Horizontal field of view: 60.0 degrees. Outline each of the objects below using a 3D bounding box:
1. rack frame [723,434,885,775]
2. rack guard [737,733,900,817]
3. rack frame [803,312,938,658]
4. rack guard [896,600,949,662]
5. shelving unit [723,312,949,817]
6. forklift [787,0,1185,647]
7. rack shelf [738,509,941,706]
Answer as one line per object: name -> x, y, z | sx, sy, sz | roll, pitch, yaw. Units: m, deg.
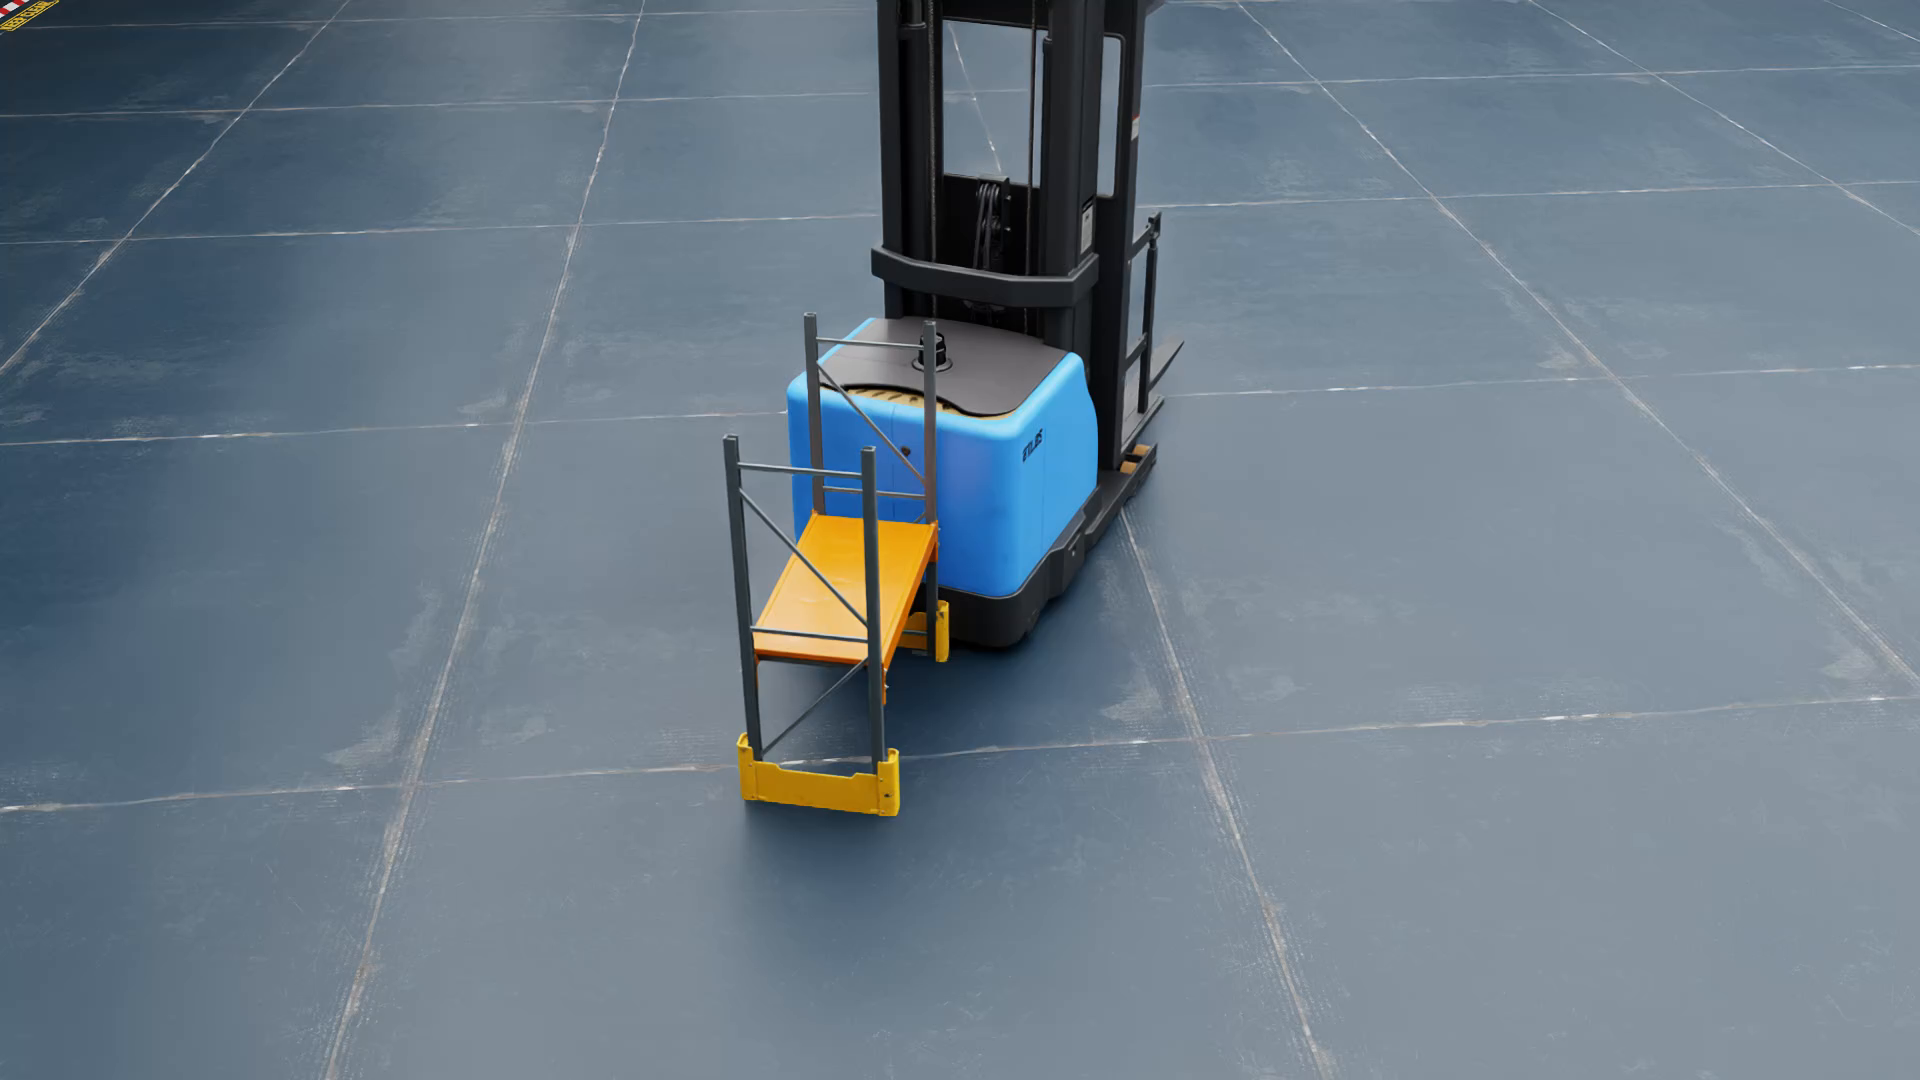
rack frame -> -0.519, 0.331, 5.734 | 0.500, 1.500, 0.032 | 5, 31, 9
rack guard -> -0.515, 0.858, 6.071 | 0.587, 0.250, 0.087 | 5, 31, 9
rack frame -> -0.339, -0.182, 6.593 | 0.500, 1.500, 0.032 | 5, 31, 9
rack guard -> -0.339, 0.355, 6.912 | 0.587, 0.250, 0.087 | 5, 31, 9
shelving unit -> -0.427, 0.070, 6.171 | 0.587, 1.500, 1.083 | 5, 31, 9
forklift -> 0.332, -1.554, 7.494 | 1.130, 2.935, 3.031 | 13, 33, 20
rack shelf -> -0.429, 0.229, 6.255 | 0.538, 0.185, 1.000 | 5, 31, 9
